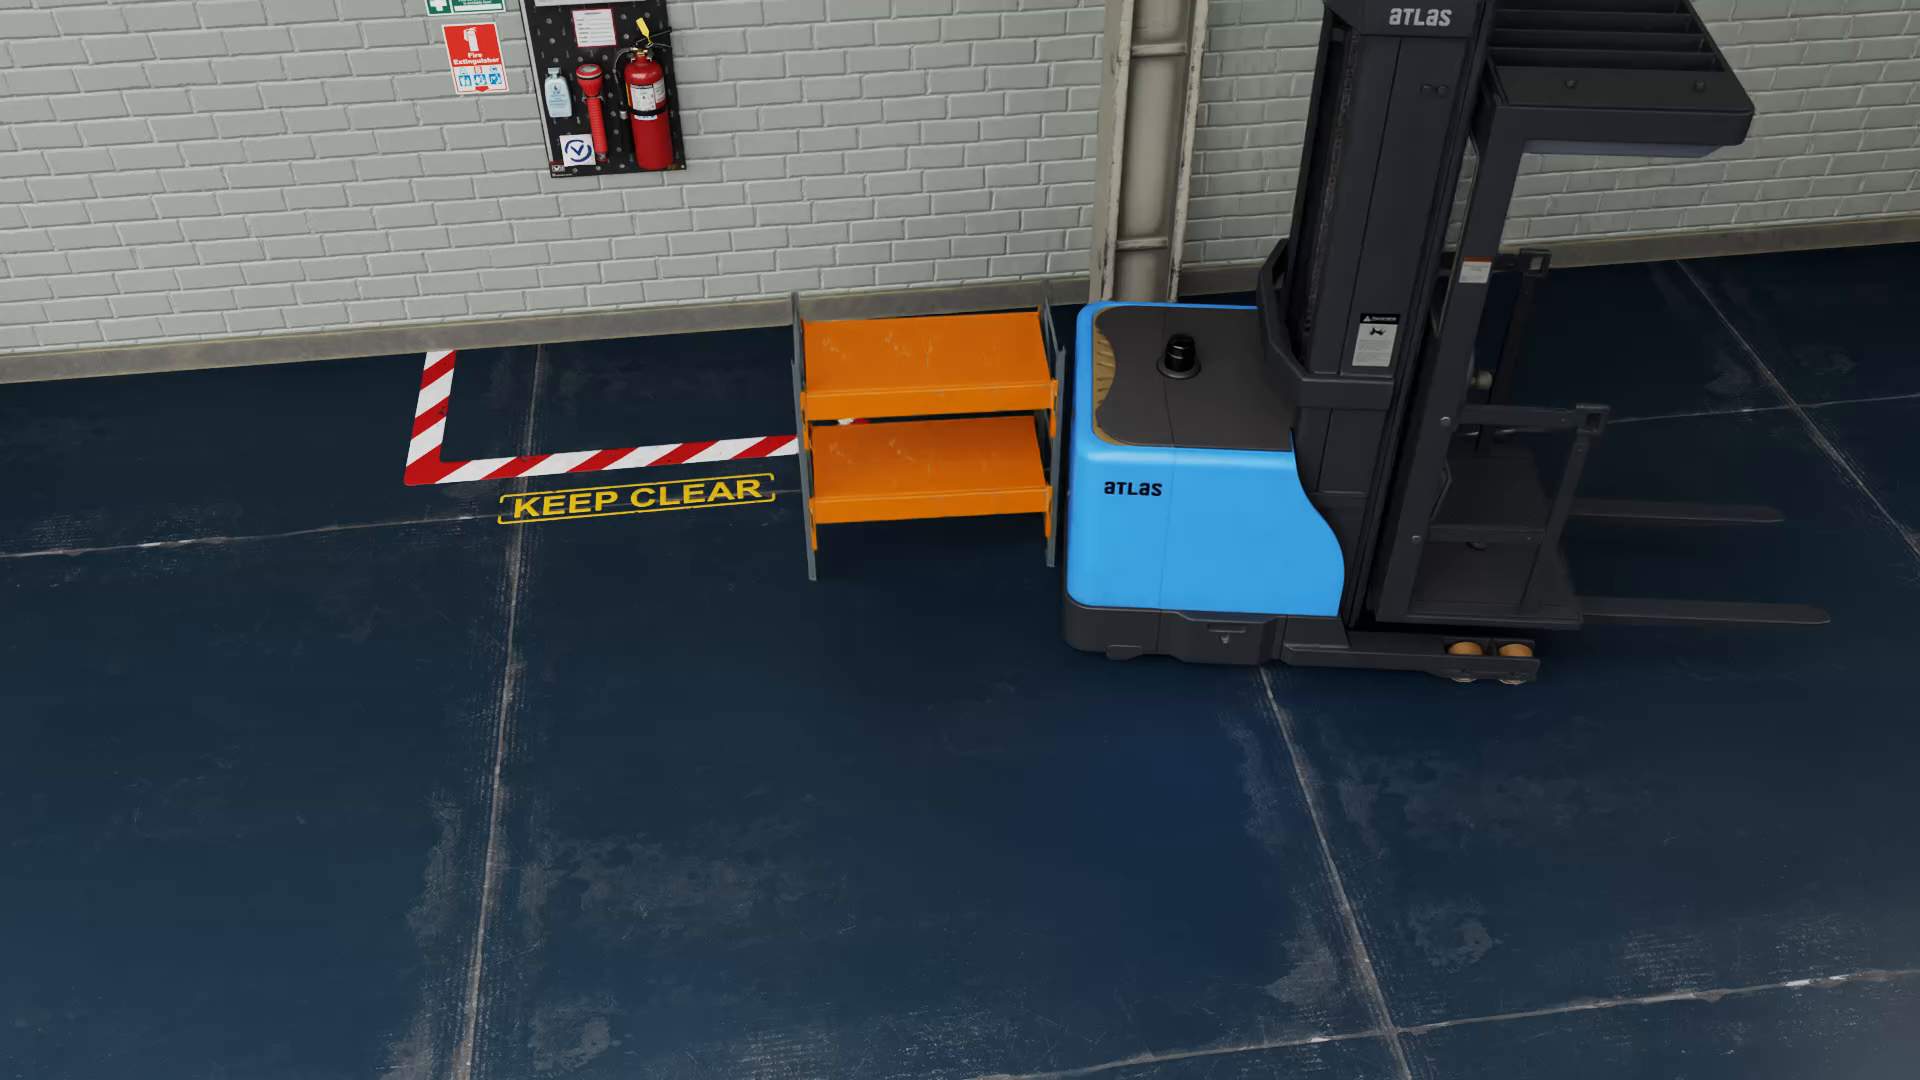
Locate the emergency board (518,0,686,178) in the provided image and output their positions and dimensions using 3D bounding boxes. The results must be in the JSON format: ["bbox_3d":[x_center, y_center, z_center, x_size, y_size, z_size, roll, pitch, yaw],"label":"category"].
[{"bbox_3d":[-1.576,-2.091,7.329,0.643,1.169,0.194,-5,42,-6],"label":"emergency board"}]

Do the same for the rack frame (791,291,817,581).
[{"bbox_3d":[-0.644,-0.413,6.868,0.032,1.125,0.500,-3,42,-3],"label":"rack frame"}]

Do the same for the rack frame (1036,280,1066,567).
[{"bbox_3d":[0.369,-0.469,6.930,0.032,1.125,0.500,-3,42,-3],"label":"rack frame"}]

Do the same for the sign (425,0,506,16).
[{"bbox_3d":[-2.132,-2.316,7.156,0.331,0.109,0.001,-5,42,-6],"label":"sign"}]

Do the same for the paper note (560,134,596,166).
[{"bbox_3d":[-1.761,-1.795,7.658,0.142,0.148,0.016,-5,42,-6],"label":"paper note"}]

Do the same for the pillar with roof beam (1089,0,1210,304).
[{"bbox_3d":[1.437,-1.649,2.360,0.400,9.000,9.100,-5,42,-6],"label":"pillar with roof beam"}]

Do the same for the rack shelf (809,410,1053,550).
[{"bbox_3d":[-0.138,-0.259,7.063,1.000,0.278,0.538,-3,42,-3],"label":"rack shelf"}]

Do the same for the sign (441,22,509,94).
[{"bbox_3d":[-2.138,-2.125,7.340,0.234,0.329,0.001,-5,42,-6],"label":"sign"}]

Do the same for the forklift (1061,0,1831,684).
[{"bbox_3d":[1.947,-0.884,6.042,3.031,2.935,1.130,2,42,3],"label":"forklift"}]

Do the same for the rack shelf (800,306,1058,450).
[{"bbox_3d":[-0.138,-0.658,6.703,1.000,0.278,0.538,-3,42,-3],"label":"rack shelf"}]

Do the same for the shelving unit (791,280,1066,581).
[{"bbox_3d":[-0.138,-0.441,6.899,1.048,1.125,0.538,-3,42,-3],"label":"shelving unit"}]
